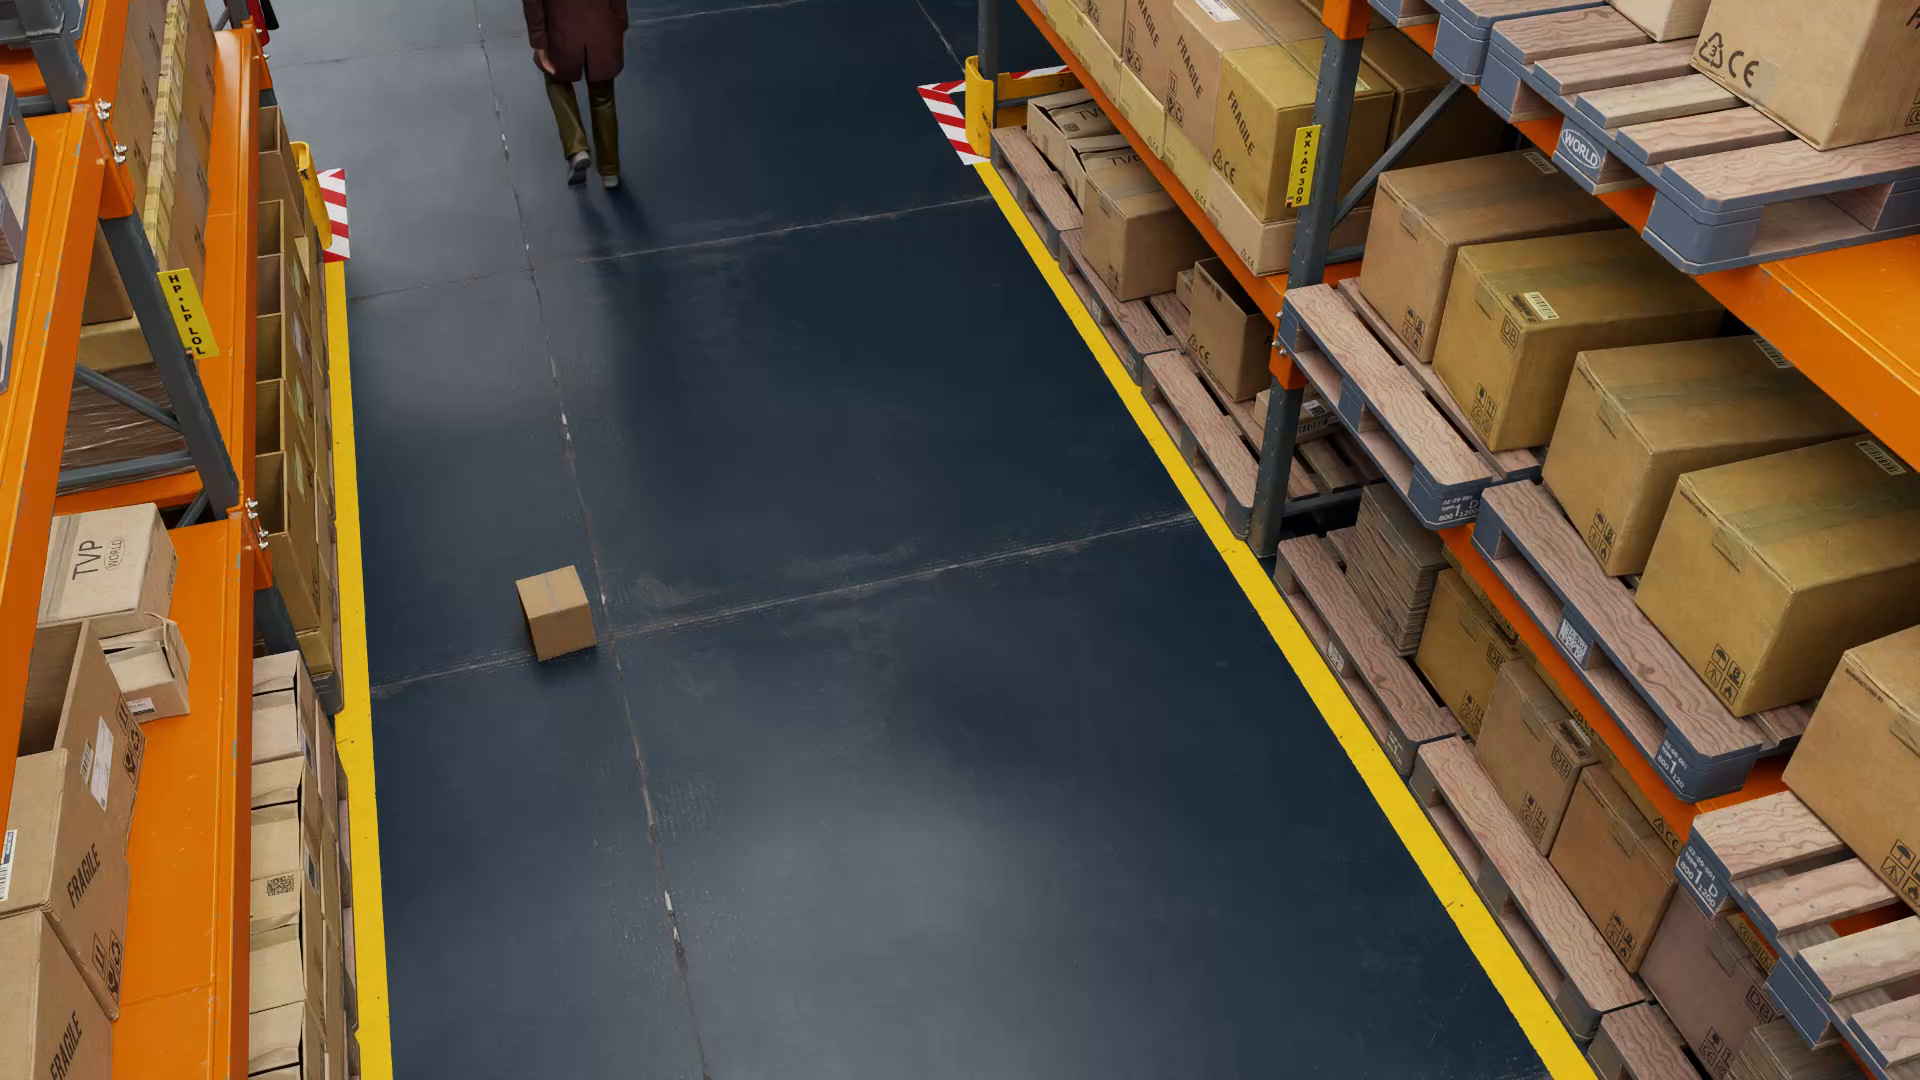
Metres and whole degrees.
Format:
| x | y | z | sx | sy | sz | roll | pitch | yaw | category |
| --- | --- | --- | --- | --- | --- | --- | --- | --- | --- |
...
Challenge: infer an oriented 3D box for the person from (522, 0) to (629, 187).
| x | y | z | sx | sy | sz | roll | pitch | yaw | category |
| --- | --- | --- | --- | --- | --- | --- | --- | --- | --- |
| -2.127 | -2.823 | 9.315 | 0.569 | 1.791 | 0.503 | -11 | 43 | -12 | person |
